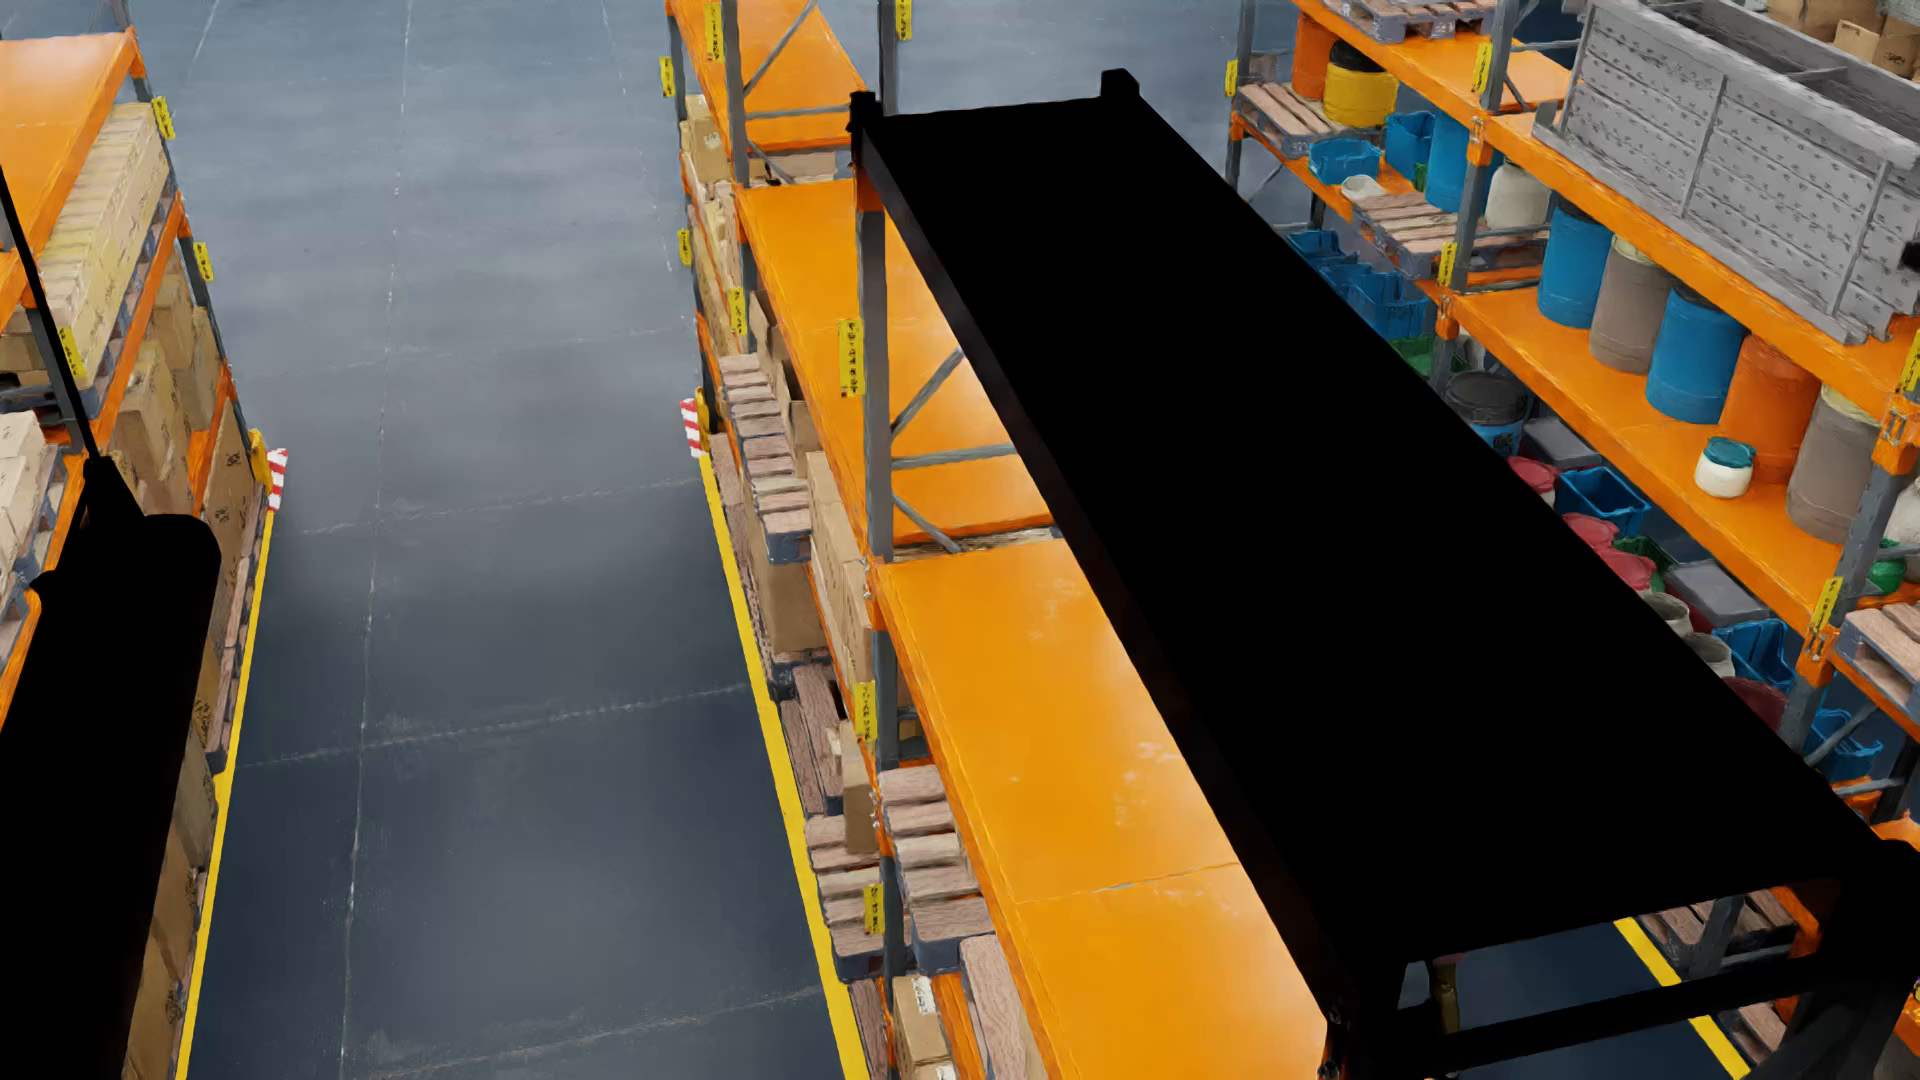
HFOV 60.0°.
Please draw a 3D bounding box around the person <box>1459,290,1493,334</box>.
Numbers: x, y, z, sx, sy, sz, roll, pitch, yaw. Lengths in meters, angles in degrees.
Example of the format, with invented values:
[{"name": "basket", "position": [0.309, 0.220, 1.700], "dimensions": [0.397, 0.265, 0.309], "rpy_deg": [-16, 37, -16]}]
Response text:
[{"name": "person", "position": [4.724, -2.206, 15.389], "dimensions": [0.435, 0.611, 0.374], "rpy_deg": [-7, 35, -10]}]
